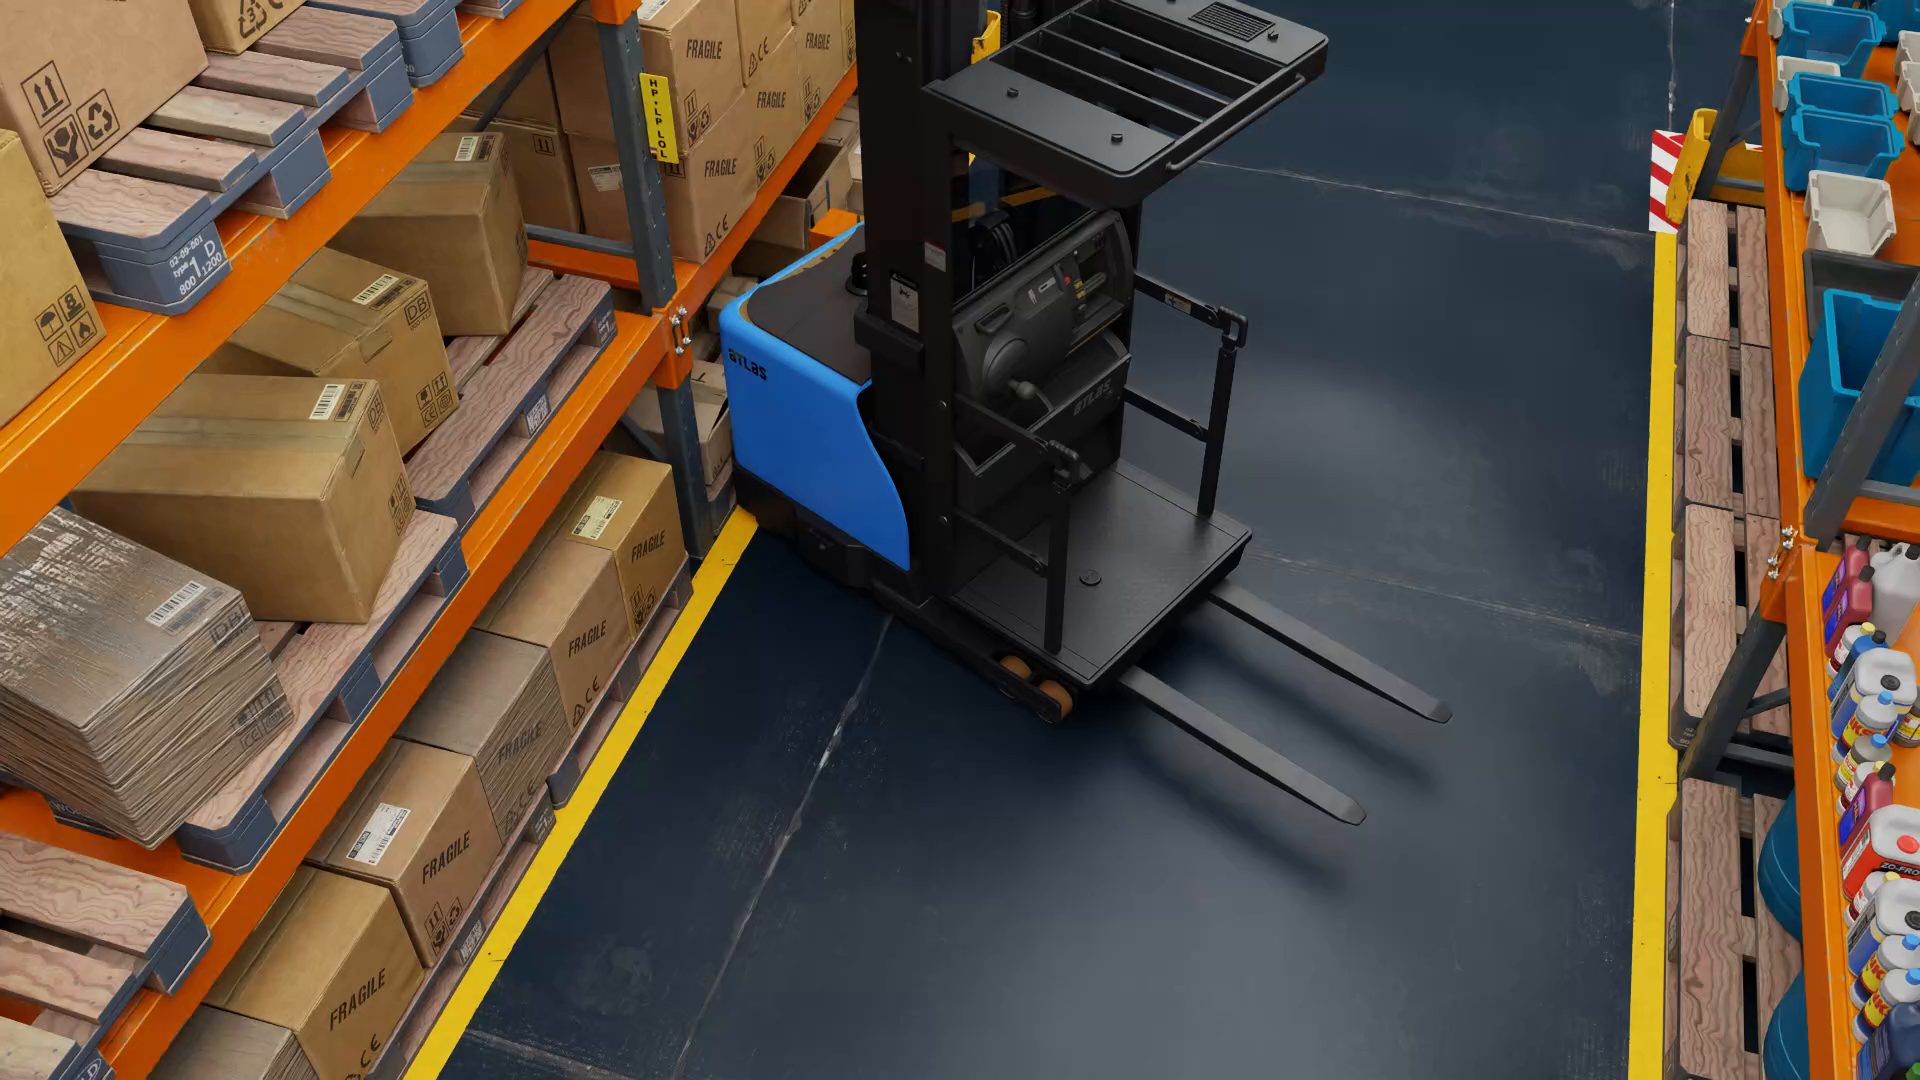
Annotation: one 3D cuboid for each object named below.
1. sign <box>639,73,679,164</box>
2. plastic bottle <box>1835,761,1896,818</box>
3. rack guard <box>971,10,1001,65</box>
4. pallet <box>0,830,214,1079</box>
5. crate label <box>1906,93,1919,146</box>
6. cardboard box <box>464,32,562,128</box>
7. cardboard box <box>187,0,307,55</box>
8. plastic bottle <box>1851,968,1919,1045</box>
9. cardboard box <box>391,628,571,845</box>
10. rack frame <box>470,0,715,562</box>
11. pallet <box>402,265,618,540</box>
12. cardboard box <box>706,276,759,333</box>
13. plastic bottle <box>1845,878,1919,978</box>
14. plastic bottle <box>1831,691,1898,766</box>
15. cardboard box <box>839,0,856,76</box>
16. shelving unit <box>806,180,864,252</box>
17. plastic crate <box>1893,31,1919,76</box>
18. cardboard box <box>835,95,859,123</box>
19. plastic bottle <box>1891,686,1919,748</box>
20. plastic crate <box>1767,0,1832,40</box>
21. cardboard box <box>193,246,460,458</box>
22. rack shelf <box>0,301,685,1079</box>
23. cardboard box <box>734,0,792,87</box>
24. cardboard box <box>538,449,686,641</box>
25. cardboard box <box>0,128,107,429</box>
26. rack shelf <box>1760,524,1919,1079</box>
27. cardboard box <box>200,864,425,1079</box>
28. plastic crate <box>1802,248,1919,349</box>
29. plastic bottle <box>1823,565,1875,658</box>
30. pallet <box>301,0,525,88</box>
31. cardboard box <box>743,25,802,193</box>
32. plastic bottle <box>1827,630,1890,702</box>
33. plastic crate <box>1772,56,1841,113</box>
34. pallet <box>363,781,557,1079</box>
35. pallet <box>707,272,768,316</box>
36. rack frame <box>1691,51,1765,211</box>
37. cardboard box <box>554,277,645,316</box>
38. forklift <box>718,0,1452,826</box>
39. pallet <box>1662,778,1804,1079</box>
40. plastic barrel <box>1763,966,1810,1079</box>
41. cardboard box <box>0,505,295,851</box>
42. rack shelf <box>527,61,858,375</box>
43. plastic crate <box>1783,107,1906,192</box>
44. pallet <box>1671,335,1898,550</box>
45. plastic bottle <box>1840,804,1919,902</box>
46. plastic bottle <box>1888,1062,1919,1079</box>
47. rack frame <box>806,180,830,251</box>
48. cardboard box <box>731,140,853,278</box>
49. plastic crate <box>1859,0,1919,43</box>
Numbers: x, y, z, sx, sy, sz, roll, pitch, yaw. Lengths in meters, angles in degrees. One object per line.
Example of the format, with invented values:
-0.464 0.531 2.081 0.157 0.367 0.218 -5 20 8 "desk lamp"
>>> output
-1.019 -1.425 5.633 0.100 0.325 0.005 13 46 13 "sign"
2.437 0.669 4.463 0.097 0.201 0.097 0 44 0 "plastic bottle"
-0.360 -2.849 9.703 1.175 0.500 0.348 13 46 13 "rack guard"
-2.622 1.141 3.975 1.213 0.211 1.003 13 46 13 "pallet"
4.145 -1.706 6.893 0.396 0.136 0.243 13 46 13 "crate label"
-1.642 -1.912 6.172 0.500 0.500 0.500 13 46 13 "cardboard box"
-1.952 -1.650 4.102 0.600 0.600 0.600 12 46 12 "cardboard box"
2.226 1.107 3.965 0.097 0.271 0.097 0 44 0 "plastic bottle"
-1.735 0.661 5.802 0.500 0.500 0.500 13 46 13 "cardboard box"
-1.549 -1.127 6.156 1.000 3.000 0.127 13 46 13 "rack frame"
-1.895 -0.549 5.702 1.003 0.211 1.213 13 46 13 "pallet"
-0.963 -1.084 7.823 0.380 0.166 0.250 13 46 13 "cardboard box"
2.317 0.969 4.103 0.152 0.276 0.135 13 46 13 "plastic bottle"
2.496 0.514 4.571 0.097 0.271 0.097 0 44 0 "plastic bottle"
-0.676 -2.459 7.445 0.500 0.500 0.500 12 46 12 "cardboard box"
-0.505 -1.098 7.520 0.252 1.050 0.215 17 47 17 "shelving unit"
4.308 -2.087 7.282 0.396 0.136 0.243 13 46 13 "plastic crate"
-0.476 -2.272 9.037 0.380 0.166 0.250 13 46 13 "cardboard box"
2.681 0.482 4.654 0.097 0.201 0.097 0 44 0 "plastic bottle"
3.818 -2.377 7.579 0.250 0.136 0.298 13 46 13 "plastic crate"
-2.053 -0.572 5.217 0.700 0.500 0.500 19 48 19 "cardboard box"
-2.154 0.464 5.045 1.077 0.370 4.000 13 46 13 "rack shelf"
-0.982 -2.118 6.383 0.500 0.500 0.500 11 45 11 "cardboard box"
-1.425 -0.001 6.478 0.500 0.500 0.500 12 46 12 "cardboard box"
-2.348 -0.553 3.353 0.910 0.500 0.500 13 46 13 "cardboard box"
2.565 1.515 3.970 1.077 0.370 4.000 13 46 13 "rack shelf"
-2.040 1.349 5.098 0.500 0.500 0.500 12 46 12 "cardboard box"
3.254 -0.801 5.977 0.437 0.125 0.590 13 46 13 "plastic crate"
2.613 0.210 4.874 0.061 0.283 0.133 13 46 13 "plastic bottle"
-1.813 -1.712 4.743 1.213 0.211 1.003 13 46 13 "pallet"
-0.983 -1.786 6.758 0.500 0.500 0.500 13 46 13 "cardboard box"
2.566 0.360 4.729 0.097 0.271 0.097 0 44 0 "plastic bottle"
3.612 -1.925 7.117 0.250 0.136 0.298 13 46 13 "plastic crate"
-2.127 1.236 5.735 1.003 0.211 1.213 13 46 13 "pallet"
-0.972 -1.403 8.432 1.003 0.211 1.213 13 46 13 "pallet"
4.382 -2.741 7.806 1.000 3.000 0.127 13 46 13 "rack frame"
-1.646 -0.830 7.326 0.500 0.500 0.500 13 46 13 "cardboard box"
0.469 -0.762 5.832 3.031 2.935 1.130 31 52 28 "forklift"
2.898 1.427 5.540 1.003 0.211 1.213 13 46 13 "pallet"
2.776 1.356 4.819 0.600 0.901 0.708 13 46 13 "plastic barrel"
-2.218 0.341 4.284 0.700 0.500 0.500 21 48 20 "cardboard box"
-0.943 -2.203 7.770 1.077 0.370 4.000 13 46 13 "rack shelf"
3.504 -1.530 6.645 0.416 0.233 0.300 13 46 13 "plastic crate"
3.724 -0.393 7.399 1.003 0.211 1.213 13 46 13 "pallet"
2.387 0.814 4.261 0.152 0.276 0.135 13 46 13 "plastic bottle"
2.118 1.299 3.760 0.061 0.283 0.133 13 46 13 "plastic bottle"
-0.616 -1.133 7.556 0.008 1.050 0.200 17 47 17 "rack frame"
-0.985 -1.645 8.156 0.797 0.503 0.637 13 46 13 "cardboard box"
4.459 -2.513 7.504 0.616 0.435 0.499 13 46 13 "plastic crate"
